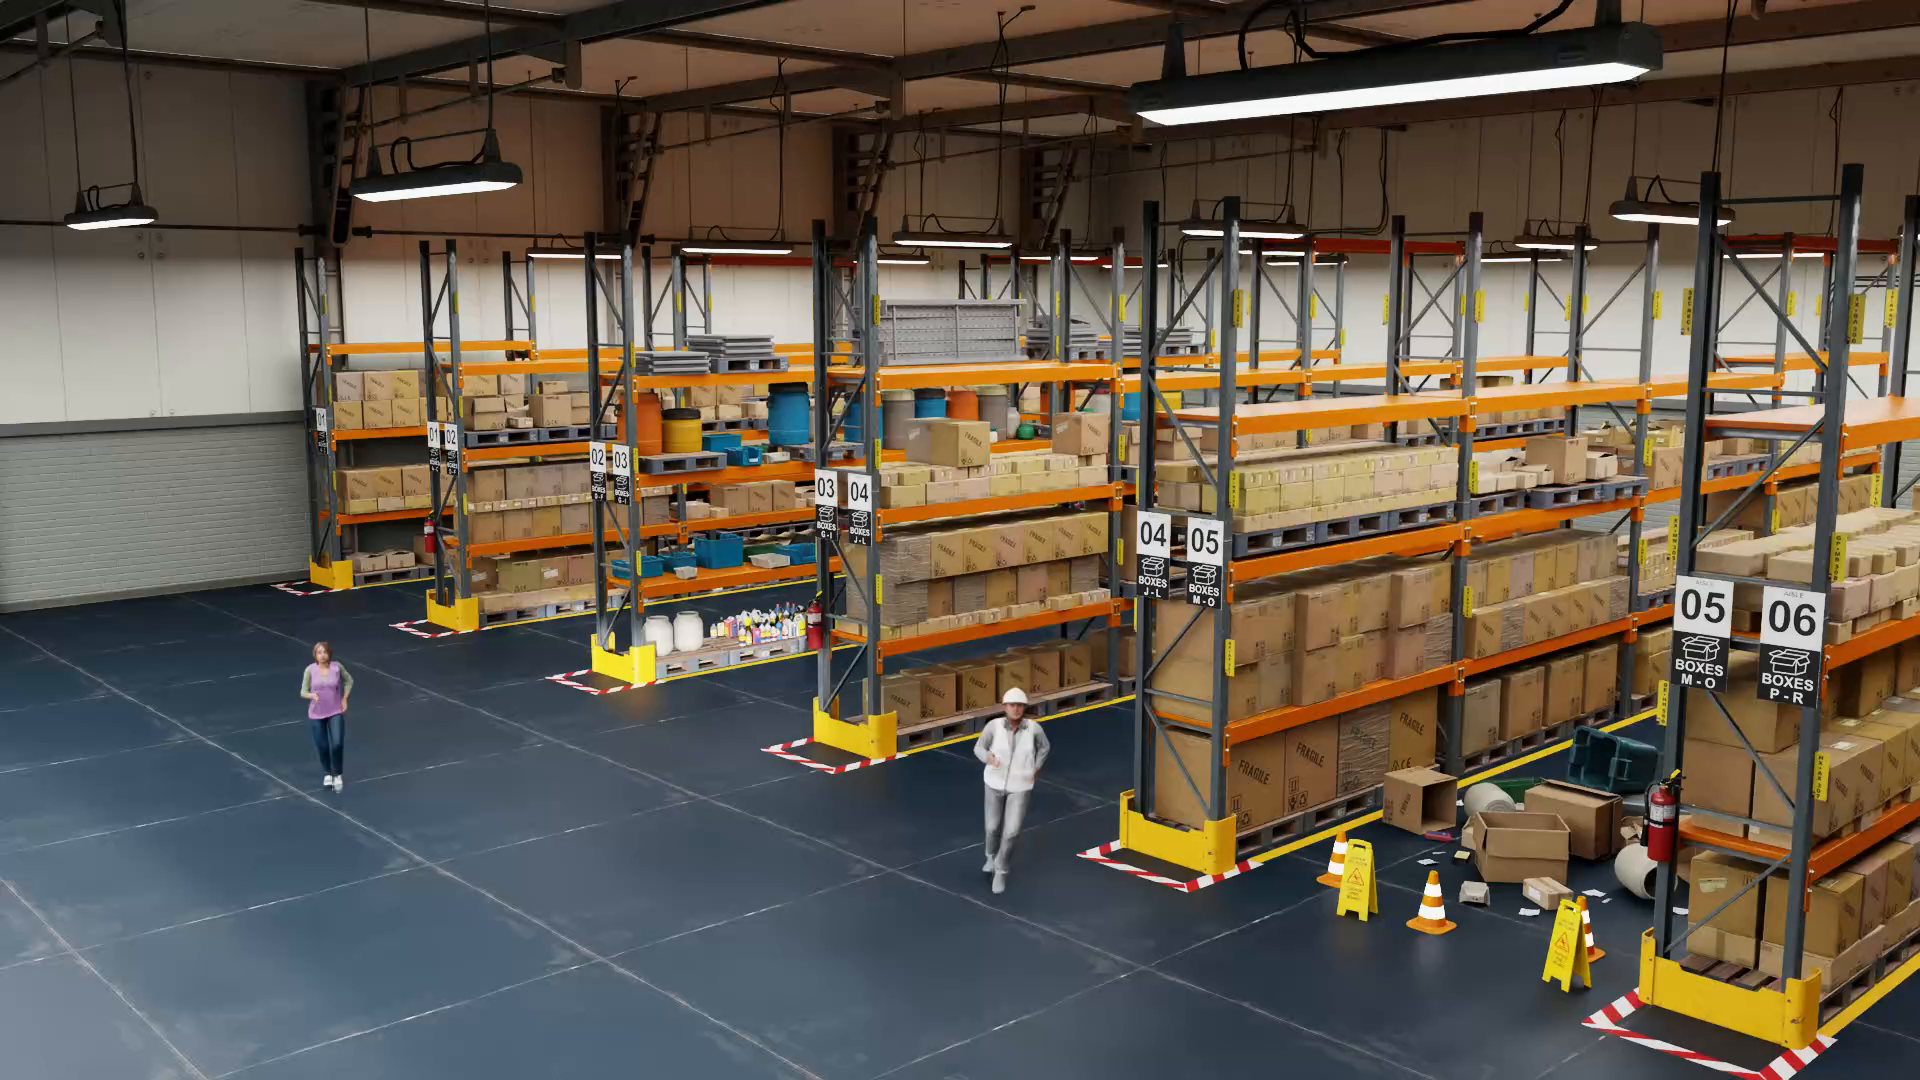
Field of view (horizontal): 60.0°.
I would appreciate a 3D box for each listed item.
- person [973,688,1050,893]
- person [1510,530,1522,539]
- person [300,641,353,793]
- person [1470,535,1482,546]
[{"bbox_3d":[0.442,2.188,14.610,0.651,1.821,0.709,1,8,10],"label":"person"},{"bbox_3d":[8.481,0.648,25.446,0.561,1.609,0.556,-8,12,-44],"label":"person"},{"bbox_3d":[-6.588,1.853,17.330,0.515,1.604,0.625,-3,9,-19],"label":"person"},{"bbox_3d":[7.500,0.719,24.473,0.671,1.801,0.728,6,10,35],"label":"person"}]
